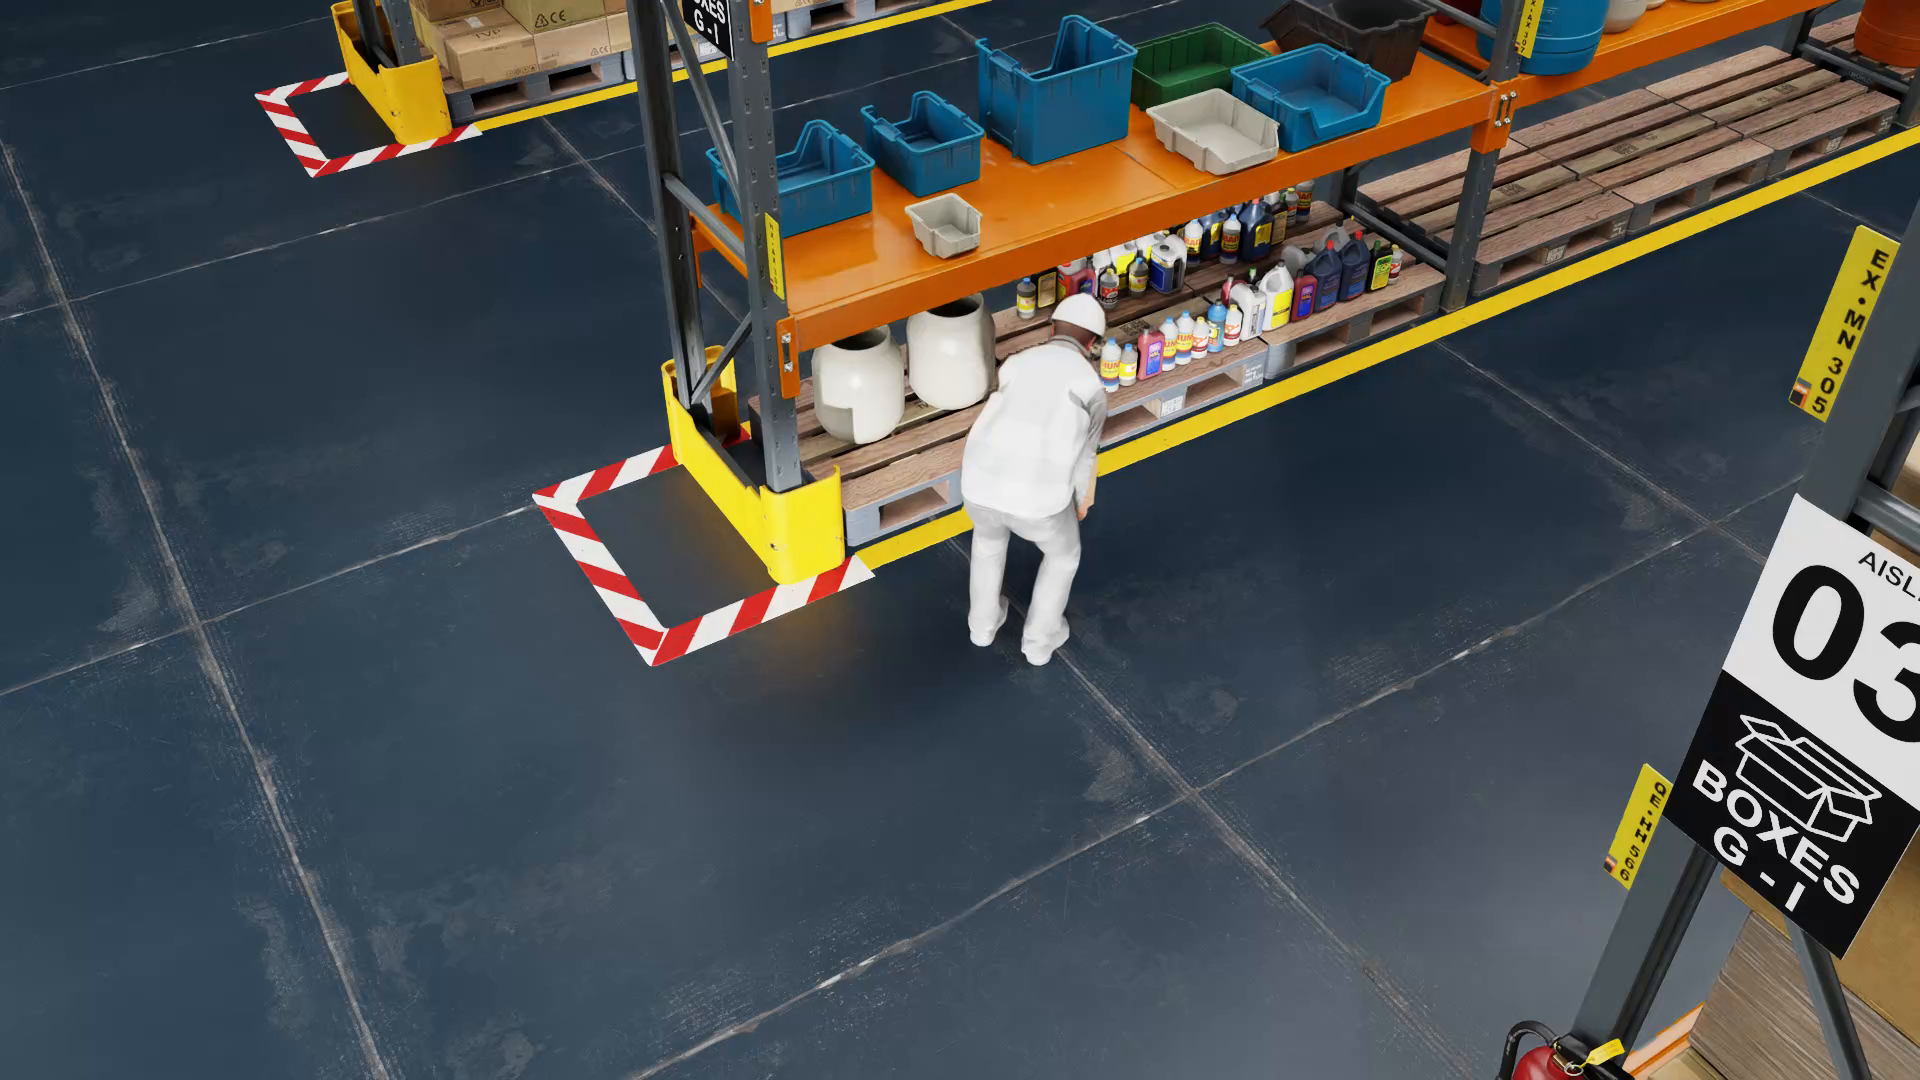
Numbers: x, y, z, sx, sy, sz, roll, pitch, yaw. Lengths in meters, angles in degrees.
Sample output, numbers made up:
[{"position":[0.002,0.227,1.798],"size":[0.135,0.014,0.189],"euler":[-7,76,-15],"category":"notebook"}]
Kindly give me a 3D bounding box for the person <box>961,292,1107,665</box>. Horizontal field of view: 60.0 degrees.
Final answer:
[{"position":[0.328,-0.236,6.741],"size":[0.462,1.349,0.937],"euler":[15,43,17],"category":"person"}]
